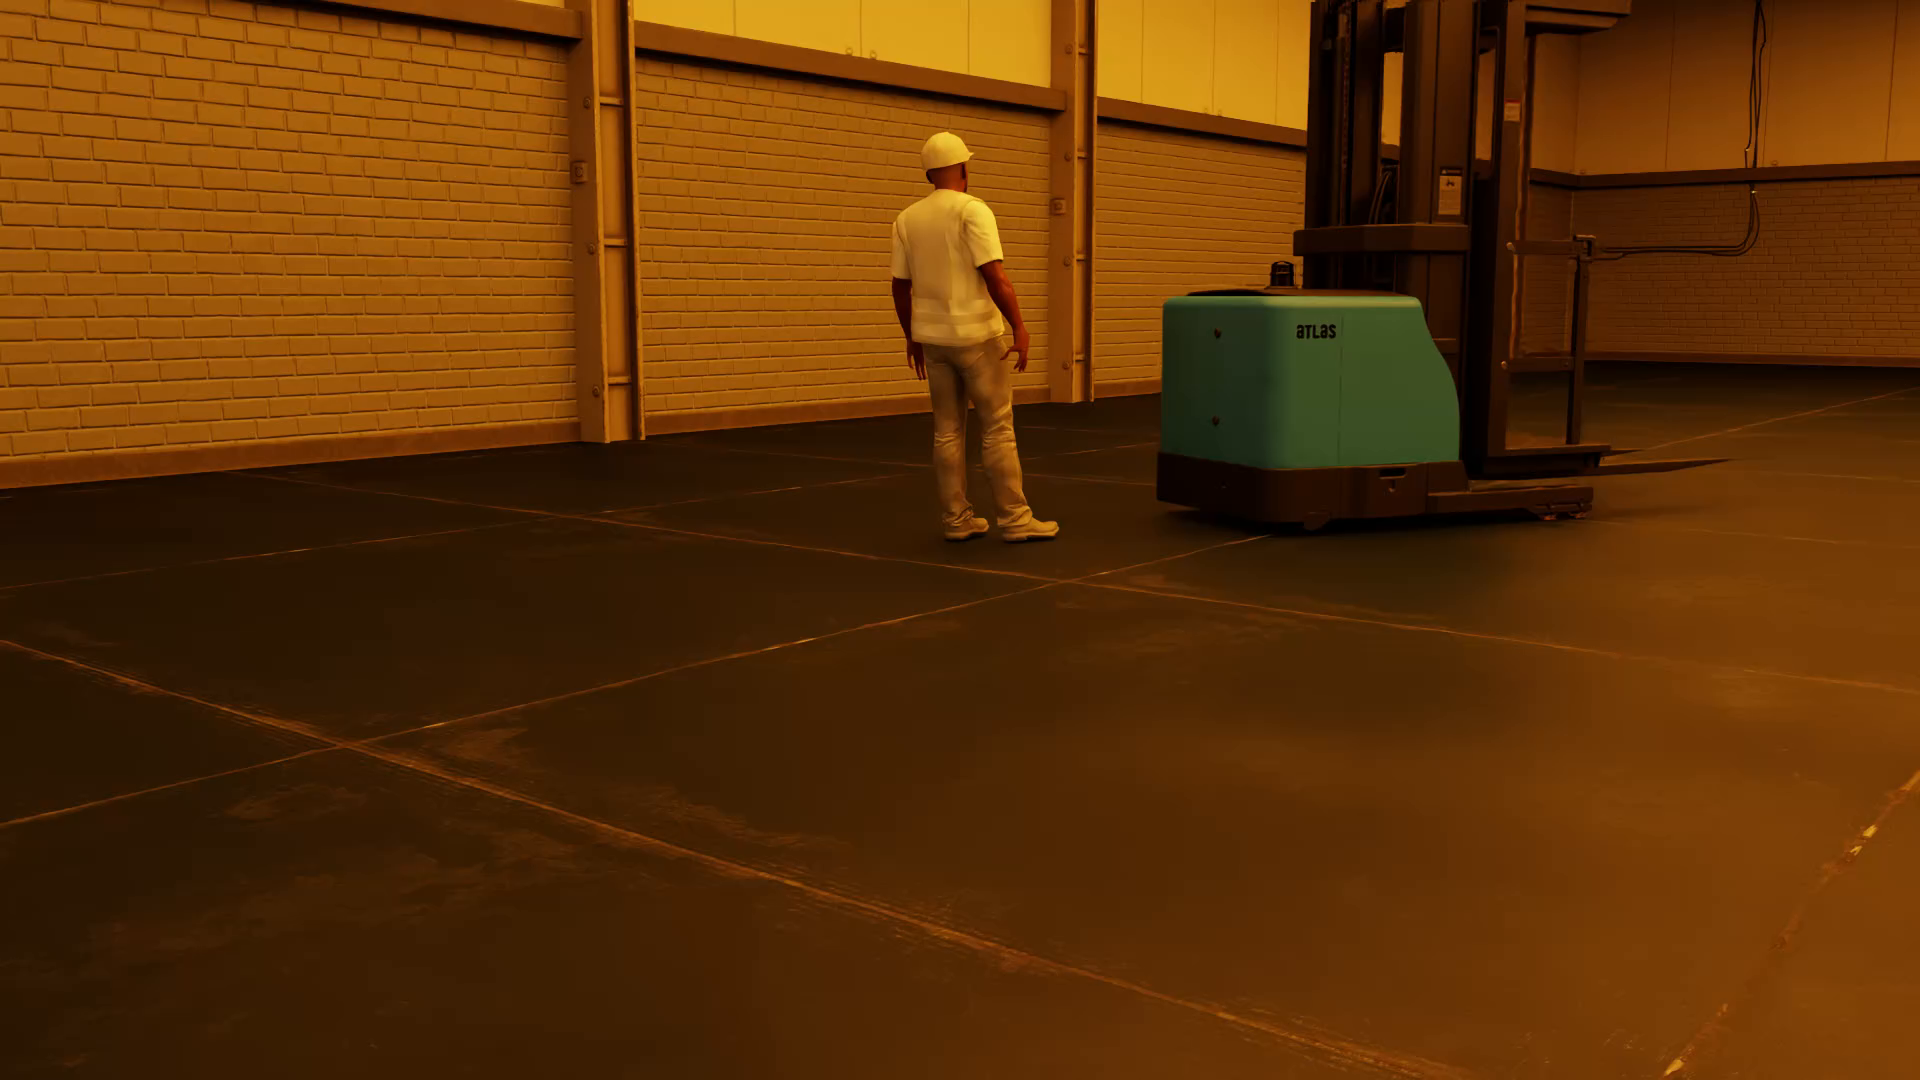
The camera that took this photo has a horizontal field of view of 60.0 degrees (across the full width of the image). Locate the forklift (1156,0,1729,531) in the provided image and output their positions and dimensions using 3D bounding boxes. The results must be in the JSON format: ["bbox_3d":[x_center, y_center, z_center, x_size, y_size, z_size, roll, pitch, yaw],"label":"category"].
[{"bbox_3d":[2.541,-1.609,8.277,3.031,2.935,1.130,-4,9,-24],"label":"forklift"}]

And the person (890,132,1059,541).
[{"bbox_3d":[0.048,-0.888,7.326,0.666,1.765,0.577,7,11,38],"label":"person"}]
